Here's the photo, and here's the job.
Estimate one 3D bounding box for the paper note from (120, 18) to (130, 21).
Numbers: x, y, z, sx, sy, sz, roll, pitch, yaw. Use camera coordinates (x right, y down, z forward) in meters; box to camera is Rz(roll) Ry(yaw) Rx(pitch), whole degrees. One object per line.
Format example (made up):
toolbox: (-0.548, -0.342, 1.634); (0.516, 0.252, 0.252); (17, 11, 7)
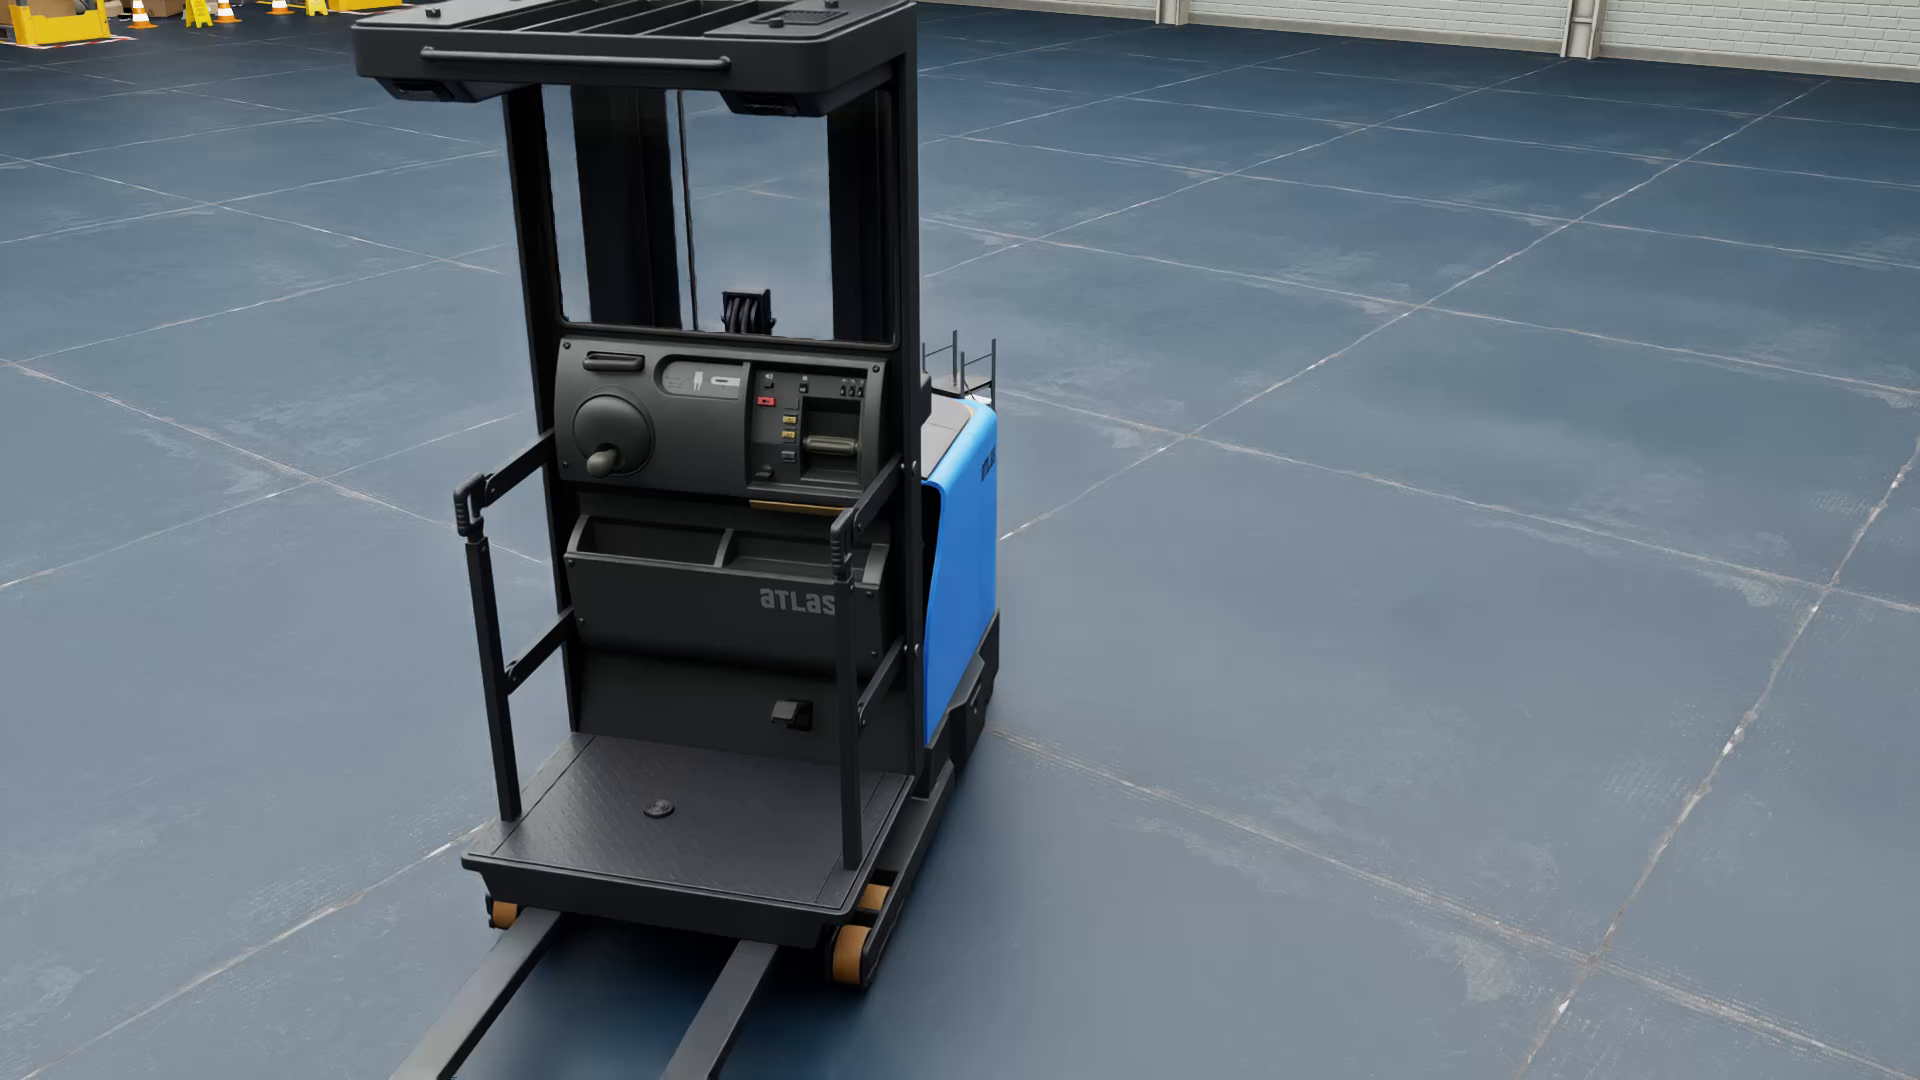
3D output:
paper note: (-12.511, -7.798, 24.912); (0.144, 0.017, 0.142); (-15, 28, -30)

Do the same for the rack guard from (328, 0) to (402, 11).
rack guard: (-9.481, -8.736, 26.458); (0.348, 0.500, 1.175); (17, 29, 33)

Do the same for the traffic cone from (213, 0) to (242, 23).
traffic cone: (-10.932, -7.948, 24.716); (0.334, 0.463, 0.336); (17, 29, 33)

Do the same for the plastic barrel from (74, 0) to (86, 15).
plastic barrel: (-13.681, -8.249, 25.448); (0.512, 0.421, 0.421); (-5, 24, -12)

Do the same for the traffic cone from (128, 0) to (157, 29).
traffic cone: (-11.881, -7.666, 24.075); (0.334, 0.463, 0.336); (17, 29, 33)

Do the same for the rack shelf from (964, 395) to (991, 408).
rack shelf: (-0.006, -0.548, 7.014); (0.200, 0.077, 0.258); (17, 29, 33)

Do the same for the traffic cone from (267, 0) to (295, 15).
traffic cone: (-10.538, -8.389, 25.715); (0.334, 0.463, 0.336); (17, 29, 33)

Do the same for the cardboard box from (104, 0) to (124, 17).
cardboard box: (-13.029, -8.135, 25.384); (0.396, 0.266, 0.258); (-21, 31, -39)

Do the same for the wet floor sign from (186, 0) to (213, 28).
wet floor sign: (-11.097, -7.795, 24.141); (0.232, 0.644, 0.267); (12, 26, 24)

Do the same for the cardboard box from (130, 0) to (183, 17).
cardboard box: (-12.344, -8.327, 25.526); (0.637, 0.503, 0.797); (-1, 24, -3)

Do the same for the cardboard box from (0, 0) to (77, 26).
cardboard box: (-12.890, -7.603, 22.900); (0.875, 0.875, 0.875); (17, 29, 34)

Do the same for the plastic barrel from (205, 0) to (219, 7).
plastic barrel: (-11.981, -8.694, 26.457); (0.512, 0.421, 0.421); (-5, 24, -12)

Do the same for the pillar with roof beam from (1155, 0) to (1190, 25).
pillar with roof beam: (0.558, -10.378, 19.643); (0.400, 9.000, 9.100); (17, 29, 33)

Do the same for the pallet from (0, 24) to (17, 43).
pallet: (-12.995, -7.132, 23.176); (1.213, 0.211, 1.003); (17, 29, 33)

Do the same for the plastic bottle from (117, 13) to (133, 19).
plastic bottle: (-12.659, -7.940, 25.195); (0.283, 0.061, 0.133); (7, 25, 15)

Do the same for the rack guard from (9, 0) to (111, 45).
rack guard: (-12.289, -7.091, 22.723); (0.348, 0.500, 1.175); (17, 29, 33)

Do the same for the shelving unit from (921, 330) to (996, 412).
shelving unit: (-0.006, -0.414, 7.073); (0.210, 0.900, 0.258); (17, 29, 33)

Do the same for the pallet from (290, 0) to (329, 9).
pallet: (-10.110, -8.812, 26.988); (1.213, 0.211, 1.003); (17, 29, 33)

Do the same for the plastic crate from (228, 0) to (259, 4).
plastic crate: (-11.856, -8.849, 27.234); (0.583, 0.080, 0.402); (7, 25, 15)

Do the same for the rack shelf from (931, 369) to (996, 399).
rack shelf: (-0.006, -0.630, 6.978); (0.200, 0.077, 0.258); (17, 29, 33)

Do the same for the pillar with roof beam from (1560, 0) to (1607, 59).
pillar with roof beam: (5.359, -8.927, 16.350); (0.400, 9.000, 9.100); (17, 29, 33)

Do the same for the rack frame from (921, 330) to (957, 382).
rack frame: (-0.088, -0.438, 7.129); (0.006, 0.900, 0.240); (17, 29, 33)

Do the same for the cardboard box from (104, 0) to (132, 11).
cardboard box: (-13.097, -8.613, 26.006); (0.503, 0.637, 0.797); (17, 29, 33)

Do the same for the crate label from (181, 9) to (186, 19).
crate label: (-11.598, -7.969, 25.168); (0.298, 0.136, 0.250); (3, 24, 6)

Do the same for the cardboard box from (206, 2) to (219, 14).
cardboard box: (-11.680, -8.222, 25.727); (0.380, 0.149, 0.250); (-10, 26, -21)

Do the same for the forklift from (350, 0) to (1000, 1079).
forklift: (-0.703, -0.302, 4.300); (1.130, 2.935, 3.031); (6, 24, 12)

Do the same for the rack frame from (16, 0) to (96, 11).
rack frame: (-12.308, -8.240, 22.232); (0.127, 3.000, 1.000); (17, 29, 33)

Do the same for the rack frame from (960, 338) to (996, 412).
rack frame: (0.075, -0.389, 7.017); (0.006, 0.900, 0.240); (17, 29, 33)

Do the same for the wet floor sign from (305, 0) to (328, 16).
wet floor sign: (-9.910, -8.393, 25.499); (0.267, 0.644, 0.232); (-15, 28, -30)

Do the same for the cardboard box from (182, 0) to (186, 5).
cardboard box: (-12.580, -8.988, 27.027); (0.500, 0.500, 0.500); (-5, 24, -12)

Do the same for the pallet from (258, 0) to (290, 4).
pallet: (-11.082, -9.107, 27.658); (1.213, 0.211, 1.003); (17, 29, 33)
